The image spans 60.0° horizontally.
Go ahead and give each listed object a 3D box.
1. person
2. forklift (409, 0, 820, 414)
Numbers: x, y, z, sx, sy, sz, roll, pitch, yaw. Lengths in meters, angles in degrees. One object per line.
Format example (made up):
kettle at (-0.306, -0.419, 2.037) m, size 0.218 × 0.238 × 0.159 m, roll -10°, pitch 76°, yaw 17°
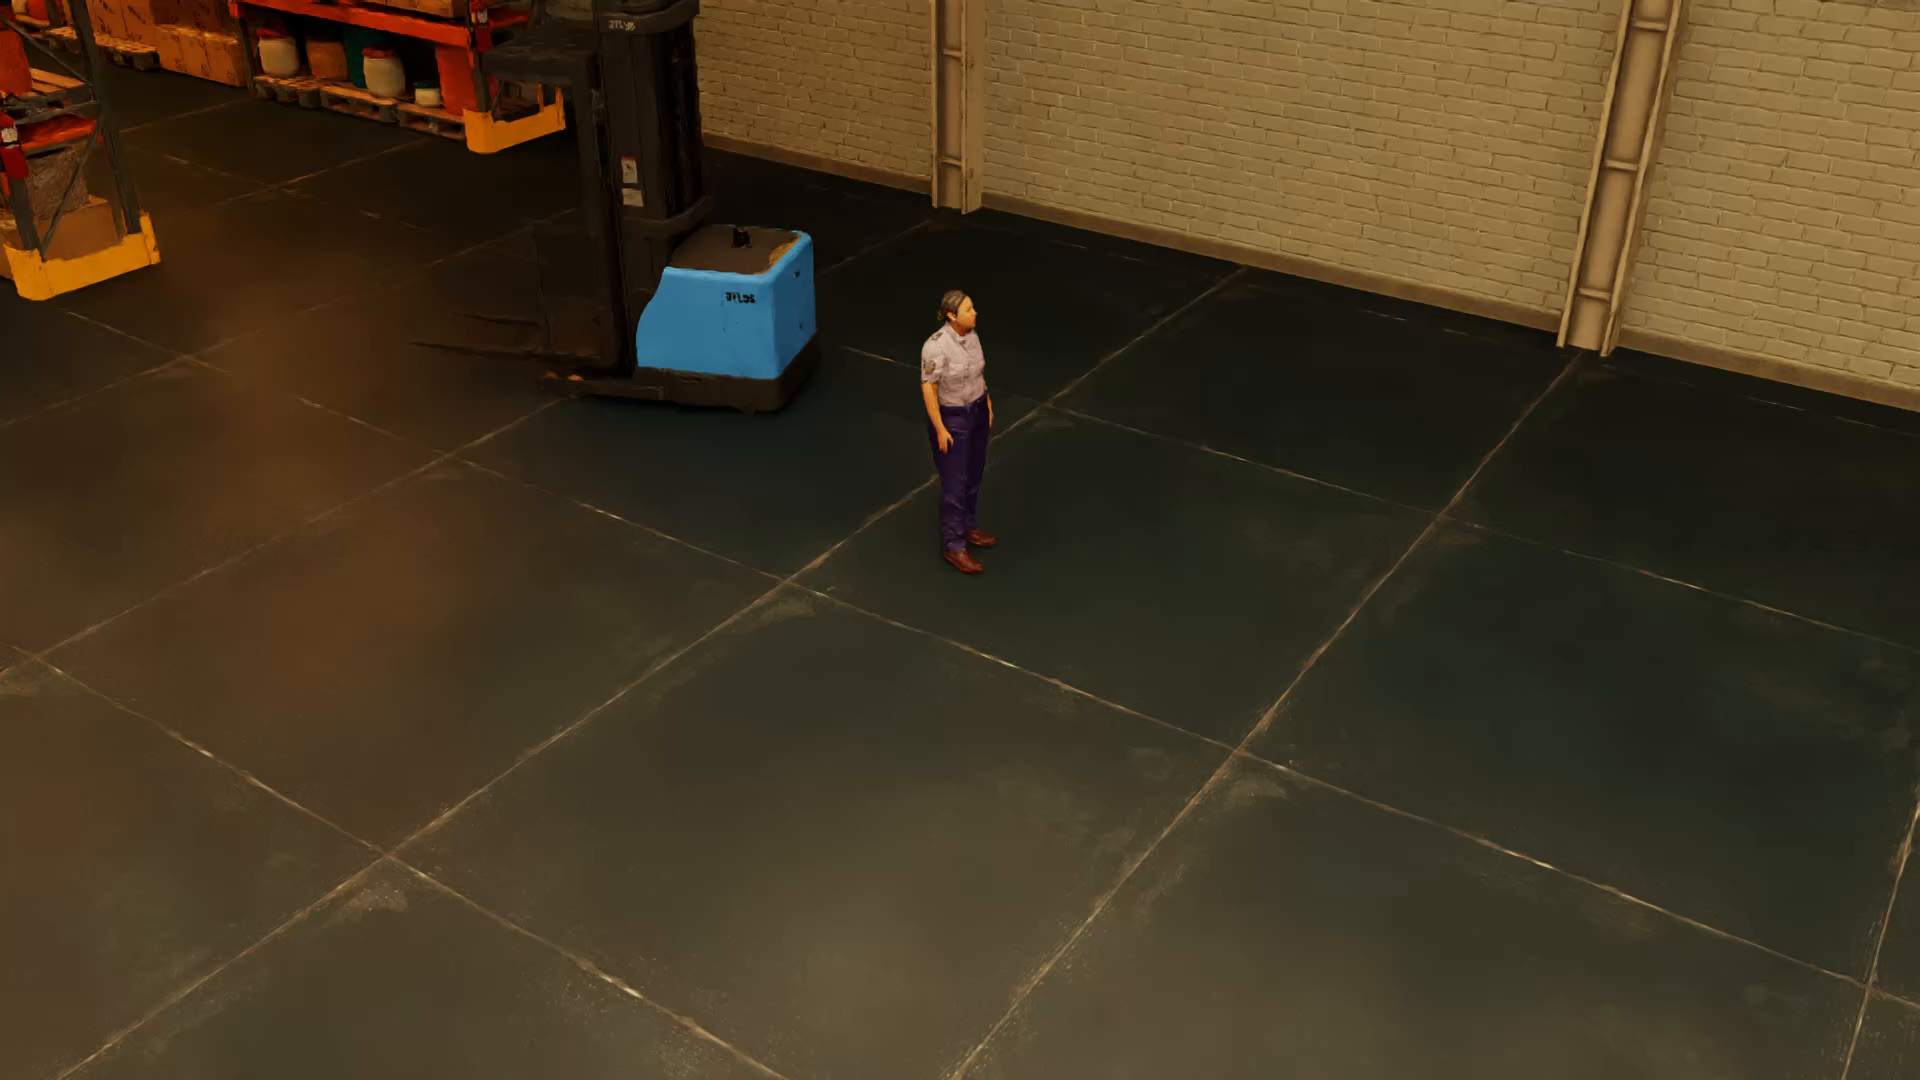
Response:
person at (0.062, -0.684, 10.023) m, size 0.502 × 1.650 × 0.599 m, roll 19°, pitch 35°, yaw 29°
forklift at (-2.650, -2.566, 12.000) m, size 3.031 × 2.935 × 1.130 m, roll 7°, pitch 31°, yaw 12°
